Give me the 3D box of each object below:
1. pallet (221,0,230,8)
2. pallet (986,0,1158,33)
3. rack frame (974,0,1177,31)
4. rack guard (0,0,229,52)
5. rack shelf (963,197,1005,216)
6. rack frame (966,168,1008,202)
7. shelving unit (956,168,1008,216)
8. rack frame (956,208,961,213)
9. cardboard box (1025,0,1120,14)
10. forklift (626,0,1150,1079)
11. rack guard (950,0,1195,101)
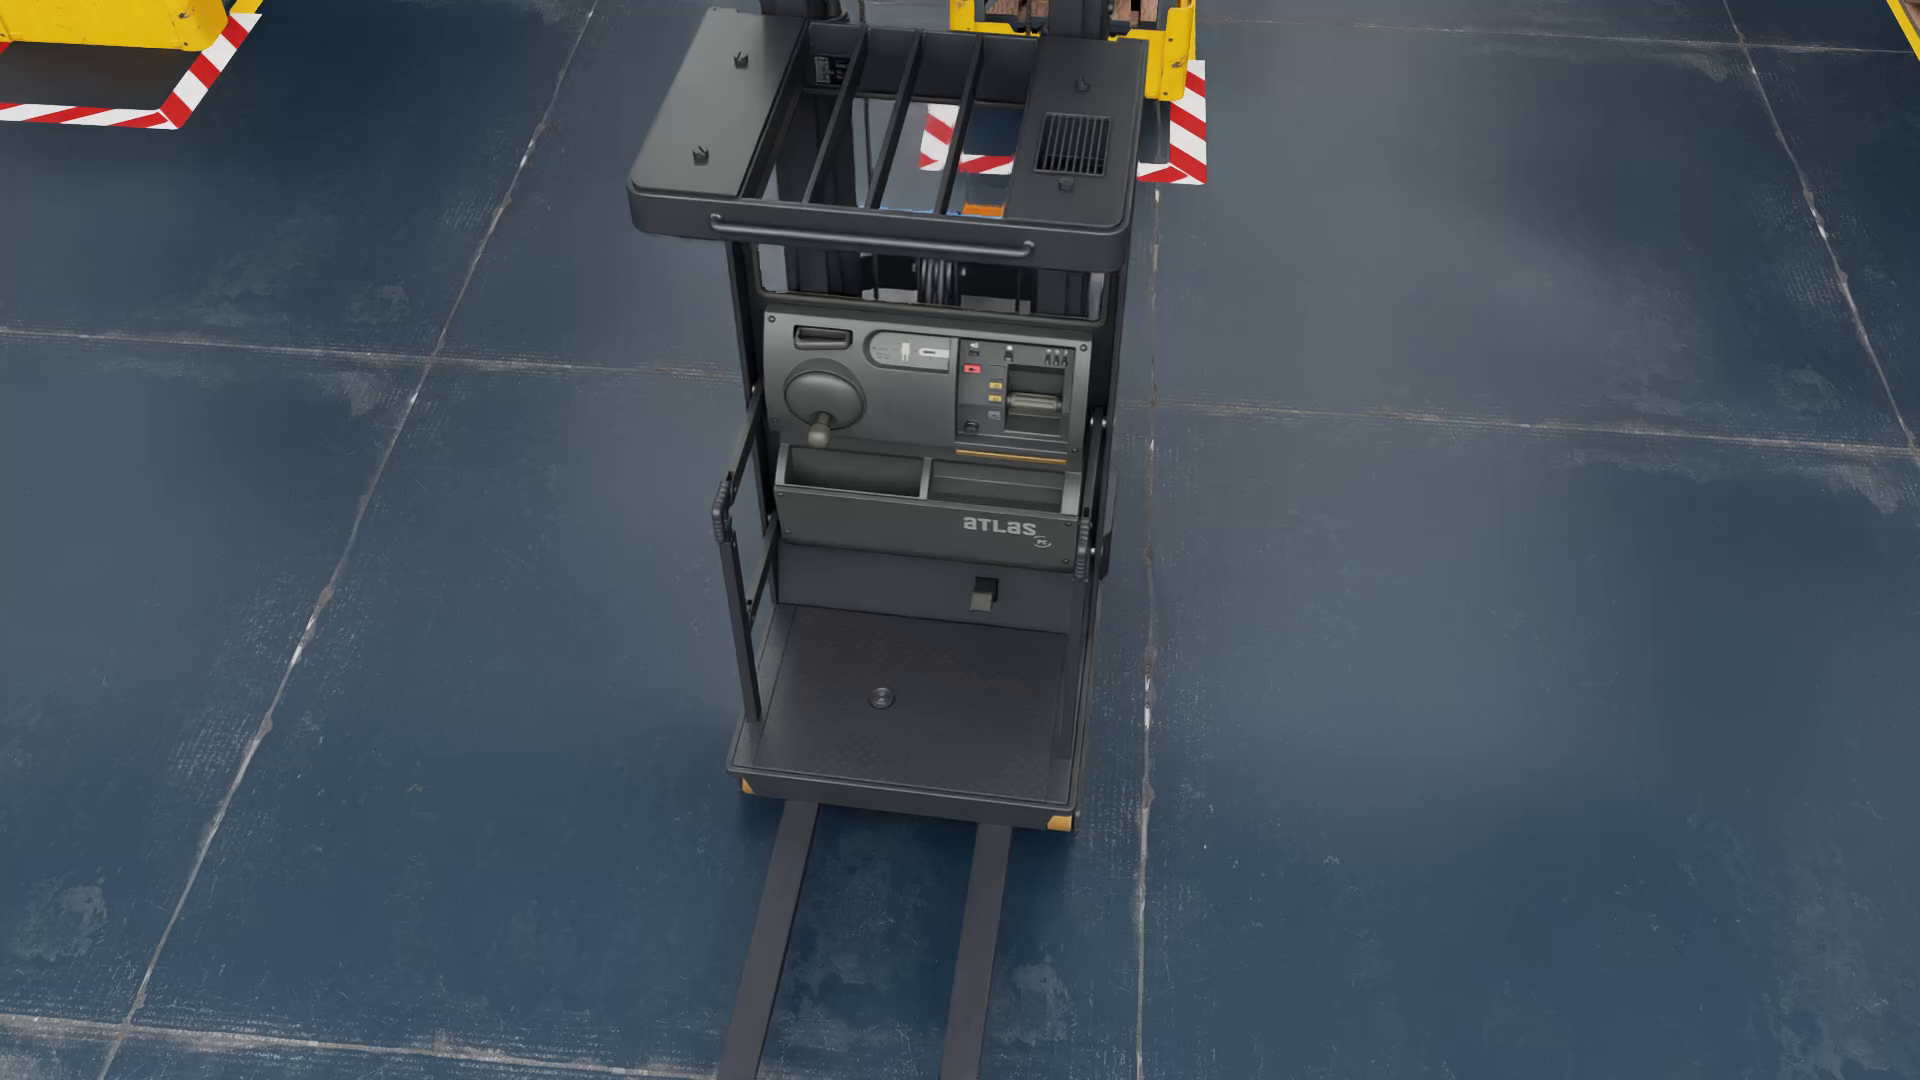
[{"bbox_3d":[-4.357,-3.340,9.162,1.003,0.211,1.213,4,48,4],"label":"pallet"},{"bbox_3d":[0.652,-3.002,8.853,1.003,0.211,1.213,4,48,4],"label":"pallet"},{"bbox_3d":[0.536,-3.293,7.229,1.000,3.000,0.127,4,48,4],"label":"rack frame"},{"bbox_3d":[-4.436,-2.841,8.510,1.175,0.500,0.348,4,48,4],"label":"rack guard"},{"bbox_3d":[0.103,-1.085,6.161,0.215,0.259,0.240,6,48,5],"label":"rack shelf"},{"bbox_3d":[0.120,-0.990,6.444,0.200,1.050,0.008,6,48,5],"label":"rack frame"},{"bbox_3d":[0.103,-0.901,6.362,0.215,1.050,0.252,6,48,5],"label":"shelving unit"},{"bbox_3d":[0.086,-0.811,6.281,0.200,1.050,0.008,6,48,5],"label":"rack frame"},{"bbox_3d":[0.609,-3.049,8.415,0.500,0.500,0.500,12,49,11],"label":"cardboard box"},{"bbox_3d":[-0.125,-0.334,4.569,1.130,2.935,3.031,6,48,5],"label":"forklift"},{"bbox_3d":[0.543,-2.505,8.202,1.175,0.500,0.348,4,48,4],"label":"rack guard"}]
